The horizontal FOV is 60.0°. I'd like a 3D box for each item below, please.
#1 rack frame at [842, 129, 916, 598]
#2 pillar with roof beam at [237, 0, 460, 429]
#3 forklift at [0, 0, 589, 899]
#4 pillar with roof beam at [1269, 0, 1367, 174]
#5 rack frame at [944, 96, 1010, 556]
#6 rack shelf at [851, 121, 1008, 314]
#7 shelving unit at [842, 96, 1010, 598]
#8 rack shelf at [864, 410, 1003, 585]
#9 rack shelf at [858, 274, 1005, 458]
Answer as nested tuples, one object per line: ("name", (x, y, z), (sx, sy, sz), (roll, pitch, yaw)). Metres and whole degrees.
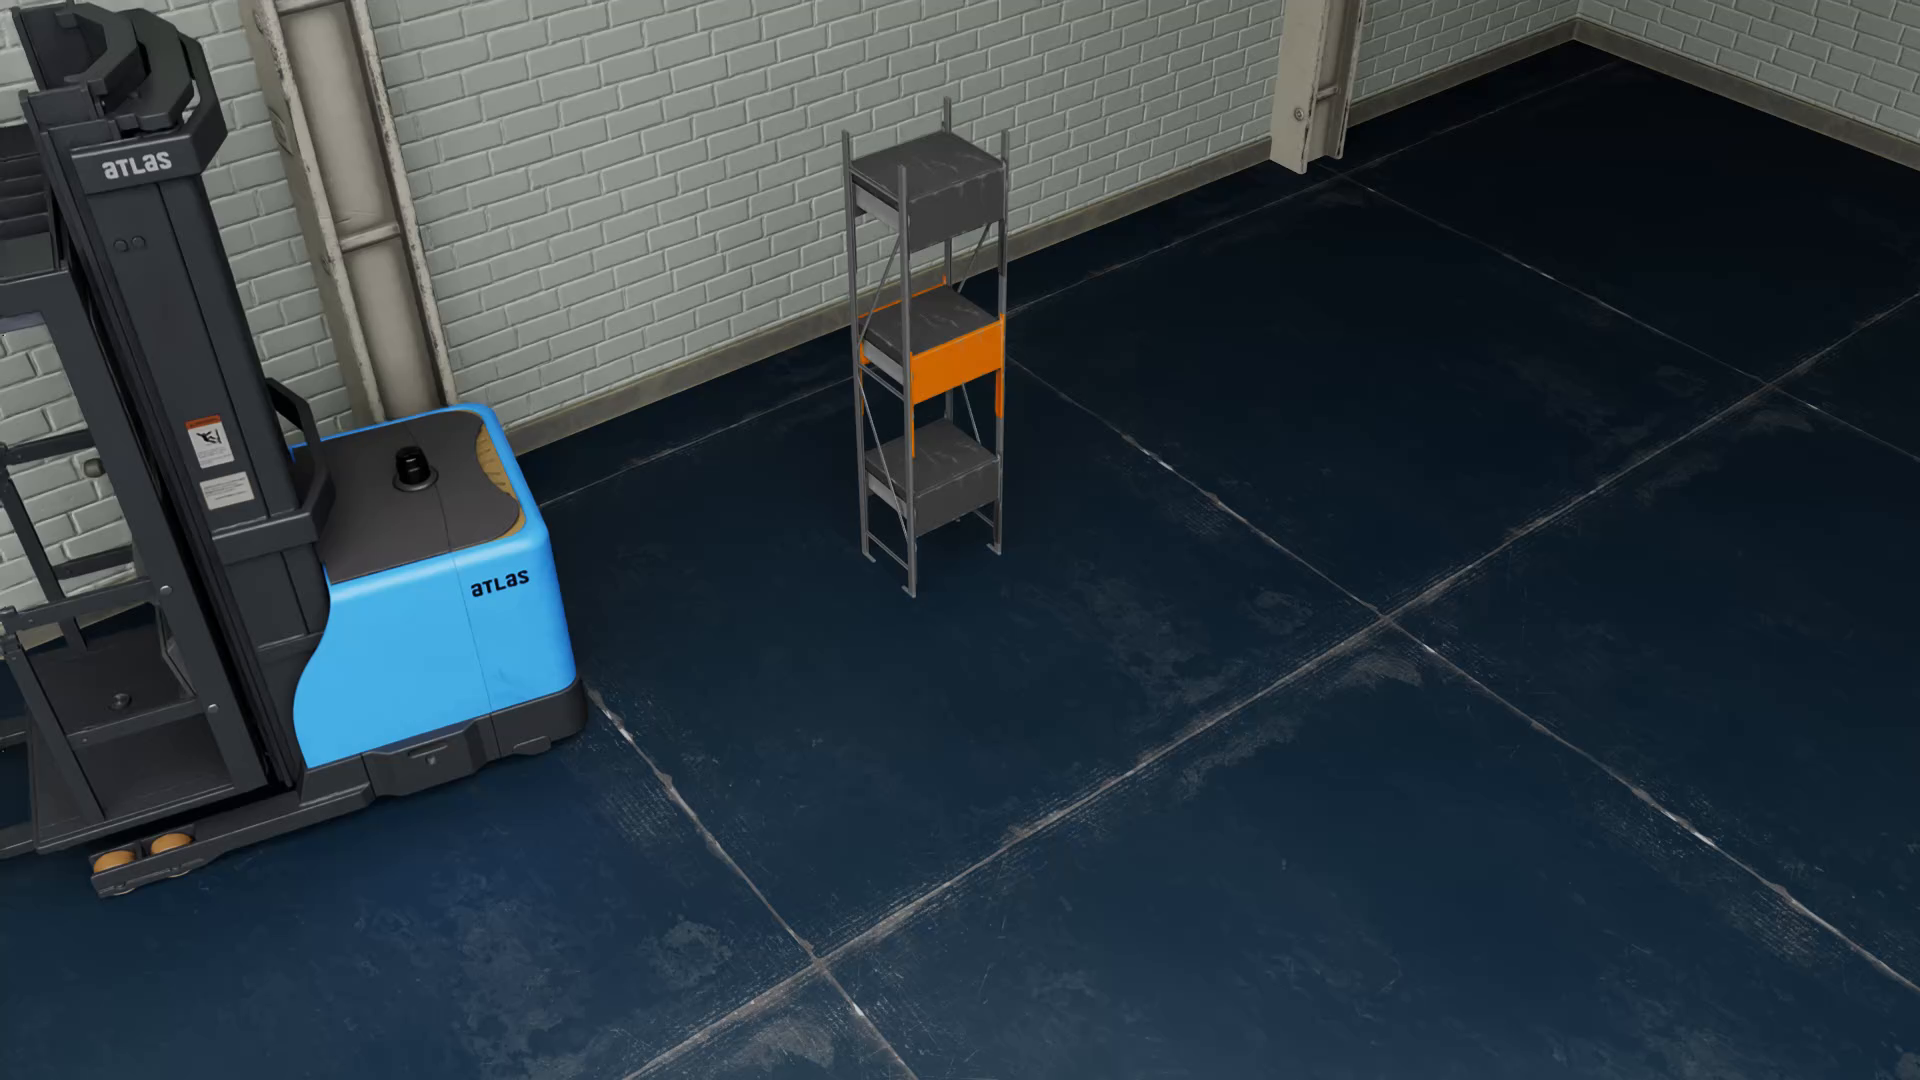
("rack frame", (-0.325, -0.654, 6.891), (0.015, 2.100, 0.400), (-26, 46, -28))
("pillar with roof beam", (0.097, -1.477, 2.455), (0.400, 9.000, 9.100), (-26, 46, -28))
("forklift", (-3.066, -0.205, 5.689), (3.031, 2.935, 1.130), (-17, 42, -19))
("pillar with roof beam", (4.855, -3.796, 5.282), (0.400, 9.000, 9.100), (-26, 46, -28))
("rack frame", (0.062, -0.842, 7.121), (0.015, 2.100, 0.400), (-26, 46, -28))
("rack shelf", (-0.131, -1.278, 6.571), (0.480, 0.518, 0.431), (-26, 46, -28))
("shelving unit", (-0.131, -0.748, 7.006), (0.503, 2.100, 0.431), (-26, 46, -28))
("rack shelf", (-0.131, -0.196, 7.459), (0.480, 0.518, 0.431), (-26, 46, -28))
("rack shelf", (-0.131, -0.737, 7.015), (0.480, 0.518, 0.431), (-26, 46, -28))
